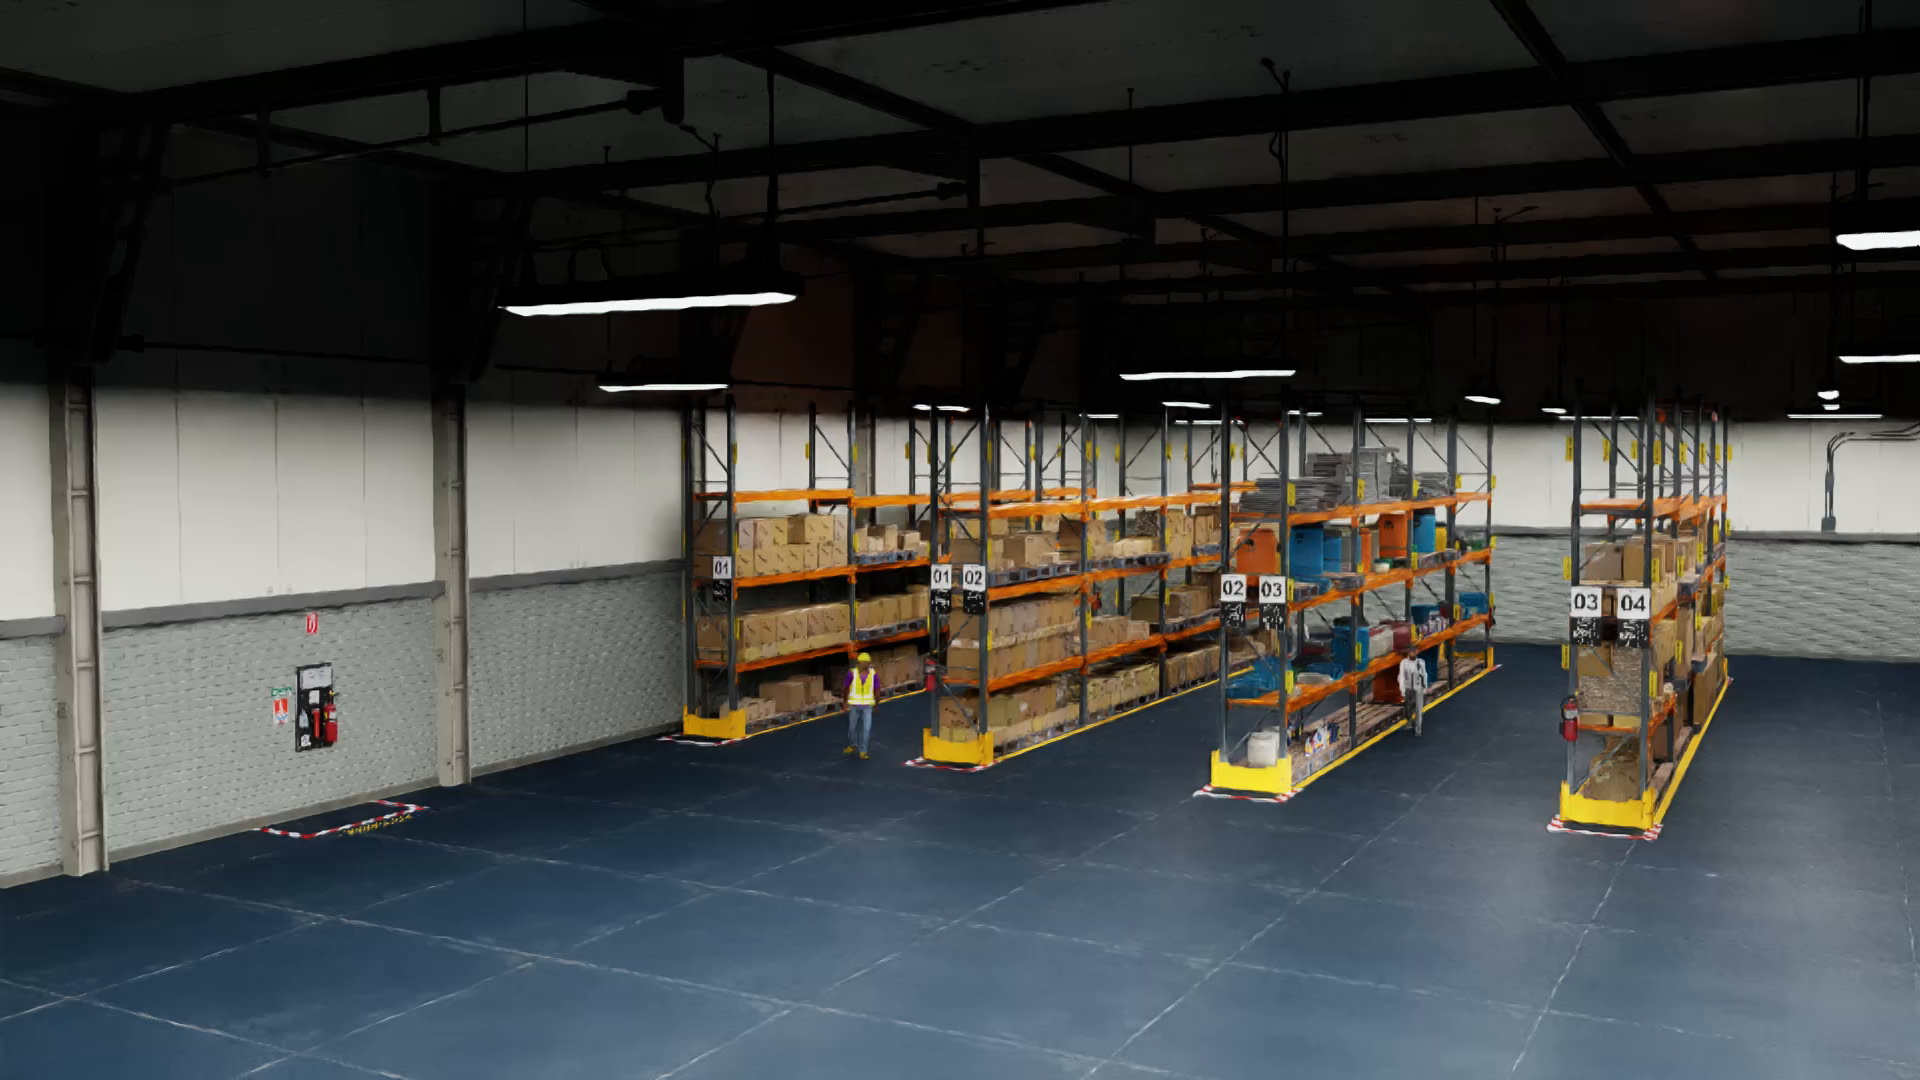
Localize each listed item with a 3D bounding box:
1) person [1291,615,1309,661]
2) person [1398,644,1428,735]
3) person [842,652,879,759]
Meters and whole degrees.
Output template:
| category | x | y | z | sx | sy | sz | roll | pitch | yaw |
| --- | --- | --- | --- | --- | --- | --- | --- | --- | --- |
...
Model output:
| category | x | y | z | sx | sy | sz | roll | pitch | yaw |
| --- | --- | --- | --- | --- | --- | --- | --- | --- | --- |
| person | 7.321 | 2.354 | 35.701 | 0.416 | 1.525 | 1.034 | 2 | 3 | 27 |
| person | 8.050 | 2.623 | 29.585 | 0.511 | 1.598 | 1.057 | 1 | 3 | 19 |
| person | -1.627 | 2.693 | 27.280 | 0.610 | 1.754 | 0.578 | 0 | 3 | -8 |
